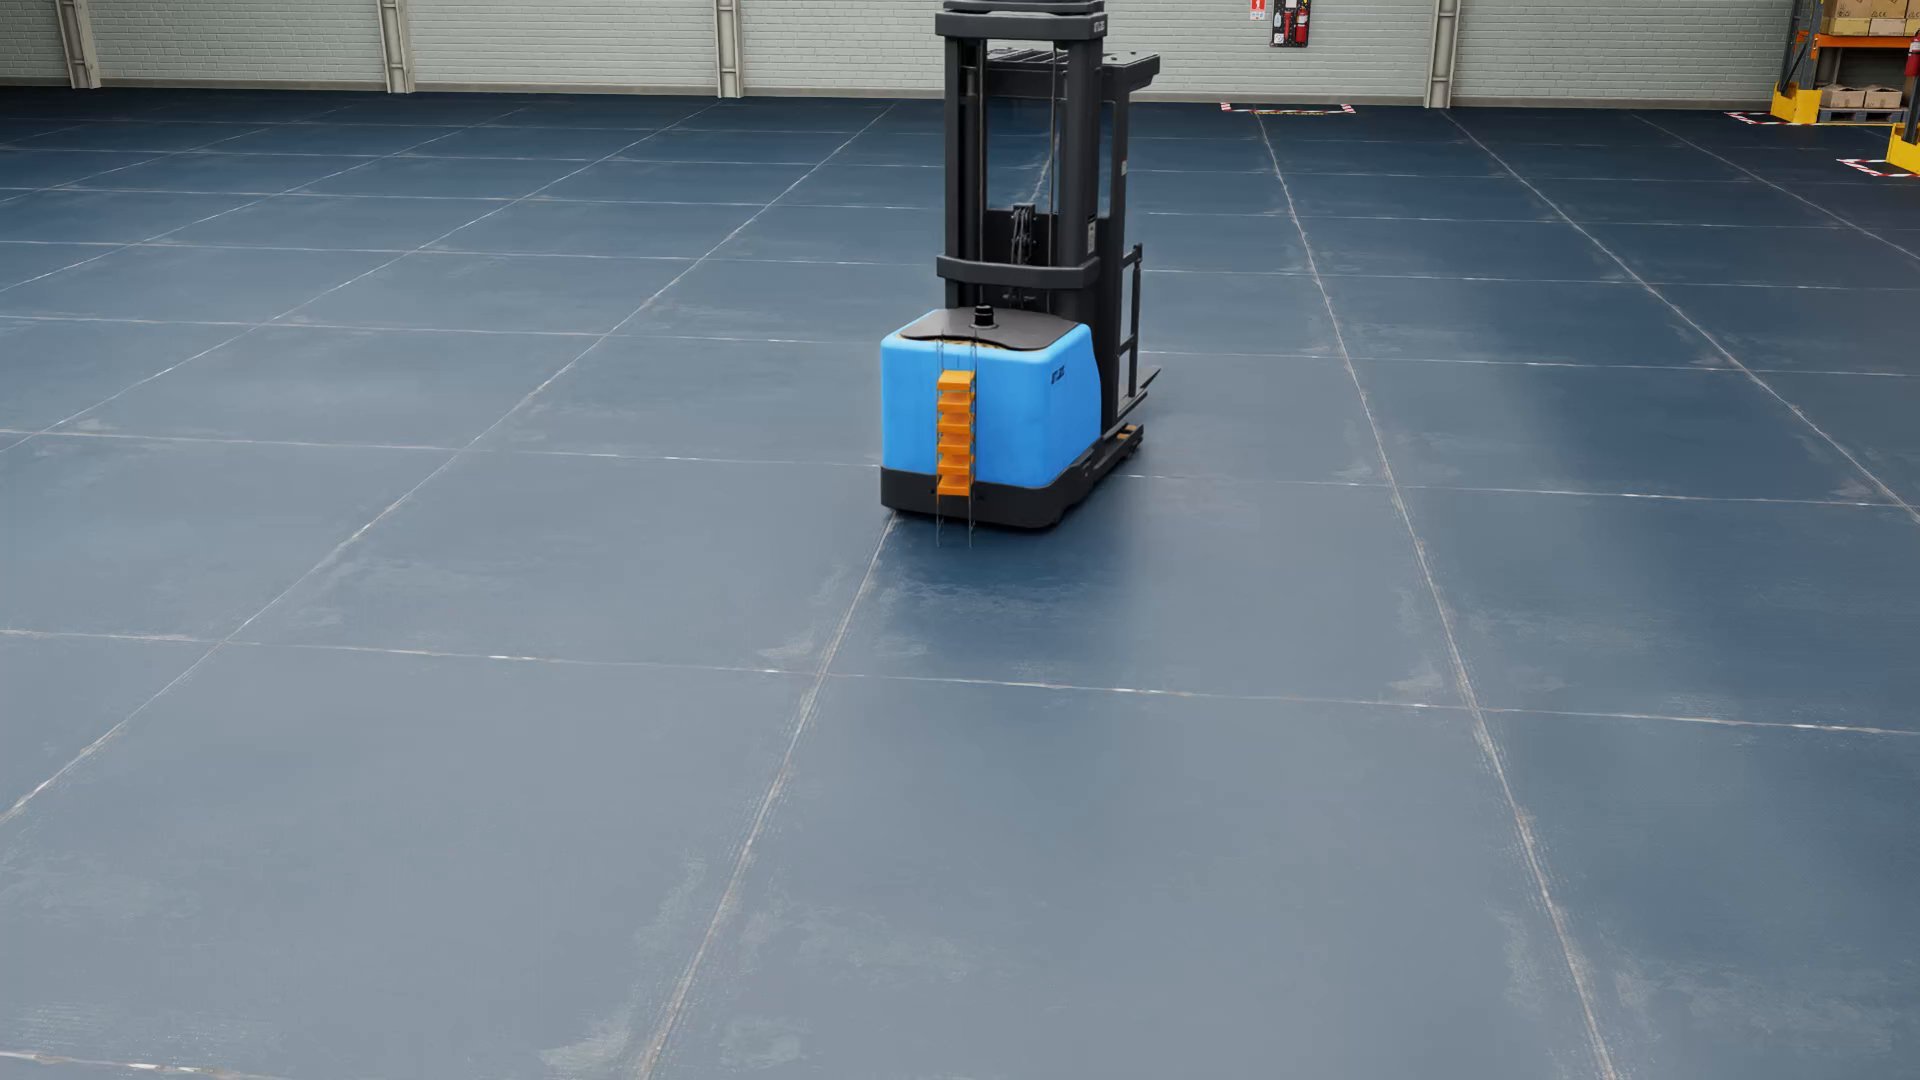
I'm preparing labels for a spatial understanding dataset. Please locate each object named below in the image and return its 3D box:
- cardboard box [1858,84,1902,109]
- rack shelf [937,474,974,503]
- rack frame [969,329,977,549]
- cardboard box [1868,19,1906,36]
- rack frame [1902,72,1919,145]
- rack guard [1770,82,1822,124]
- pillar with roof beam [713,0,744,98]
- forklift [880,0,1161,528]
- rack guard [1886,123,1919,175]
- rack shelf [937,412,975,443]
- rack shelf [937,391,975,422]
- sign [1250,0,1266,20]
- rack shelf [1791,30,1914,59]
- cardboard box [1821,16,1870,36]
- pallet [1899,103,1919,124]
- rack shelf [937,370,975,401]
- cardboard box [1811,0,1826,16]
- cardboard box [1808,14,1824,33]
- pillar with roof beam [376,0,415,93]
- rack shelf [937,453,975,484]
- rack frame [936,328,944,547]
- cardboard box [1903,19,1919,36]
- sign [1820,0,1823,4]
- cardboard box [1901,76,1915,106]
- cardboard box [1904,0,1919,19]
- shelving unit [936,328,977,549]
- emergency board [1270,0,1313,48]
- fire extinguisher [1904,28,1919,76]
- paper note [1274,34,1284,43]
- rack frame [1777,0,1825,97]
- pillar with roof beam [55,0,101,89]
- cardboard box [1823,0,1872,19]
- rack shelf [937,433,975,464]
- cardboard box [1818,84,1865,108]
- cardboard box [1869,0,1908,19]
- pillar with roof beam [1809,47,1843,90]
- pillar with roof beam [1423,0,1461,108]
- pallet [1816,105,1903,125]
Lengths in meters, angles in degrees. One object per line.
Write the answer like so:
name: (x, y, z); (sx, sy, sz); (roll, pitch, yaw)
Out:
cardboard box: (14.330, -6.925, 25.936); (0.500, 0.311, 0.500); (4, 22, 11)
rack shelf: (-0.020, -0.292, 9.317); (0.180, 0.103, 0.258); (3, 22, 7)
rack frame: (0.071, -0.552, 9.202); (0.006, 1.200, 0.240); (3, 22, 7)
cardboard box: (14.052, -7.844, 25.377); (0.500, 0.250, 0.500); (2, 22, 5)
rack frame: (12.508, -6.250, 21.168); (0.127, 3.000, 1.000); (2, 22, 6)
rack guard: (13.163, -6.893, 26.195); (0.348, 0.500, 1.175); (2, 22, 6)
pillar with roof beam: (-4.497, -10.341, 23.357); (0.400, 9.000, 9.100); (2, 22, 6)
forklift: (0.562, -1.939, 10.358); (1.130, 2.935, 3.031); (9, 23, 21)
rack guard: (12.485, -5.088, 21.630); (0.348, 0.500, 1.175); (2, 22, 6)
rack shelf: (-0.019, -0.627, 9.186); (0.180, 0.103, 0.258); (3, 22, 7)
rack shelf: (-0.019, -0.739, 9.142); (0.180, 0.103, 0.258); (3, 22, 7)
sign: (4.940, -8.803, 27.577); (0.234, 0.329, 0.001); (2, 22, 6)
rack shelf: (15.074, -7.637, 25.657); (4.000, 0.370, 1.077); (2, 22, 6)
cardboard box: (13.535, -7.861, 25.421); (0.500, 0.250, 0.500); (2, 22, 5)
pallet: (15.174, -6.657, 25.990); (1.213, 0.211, 1.003); (2, 22, 6)
rack shelf: (-0.018, -0.850, 9.098); (0.180, 0.103, 0.258); (3, 22, 7)
cardboard box: (13.581, -8.404, 25.774); (0.500, 0.500, 0.500); (2, 22, 6)
cardboard box: (13.575, -8.049, 25.895); (0.500, 0.250, 0.500); (3, 22, 7)
pillar with roof beam: (-10.455, -10.601, 24.014); (0.400, 9.000, 9.100); (2, 22, 6)
rack shelf: (-0.020, -0.403, 9.273); (0.180, 0.103, 0.258); (3, 22, 7)
rack frame: (-0.110, -0.561, 9.225); (0.006, 1.200, 0.240); (3, 22, 7)
cardboard box: (14.557, -7.820, 25.316); (0.500, 0.250, 0.500); (2, 22, 5)
sign: (13.024, -8.263, 25.083); (0.005, 0.325, 0.100); (2, 22, 6)
cardboard box: (15.053, -6.963, 25.774); (0.500, 0.500, 0.700); (1, 22, 3)
cardboard box: (14.528, -8.167, 25.174); (0.500, 0.500, 0.500); (2, 22, 5)
shelving unit: (-0.019, -0.557, 9.213); (0.189, 1.200, 0.258); (3, 22, 7)
emergency board: (5.477, -8.725, 27.428); (0.643, 1.169, 0.194); (2, 22, 6)
fire extinguisher: (12.446, -6.388, 21.624); (0.183, 0.674, 0.296); (2, 22, 6)
paper note: (5.309, -8.348, 27.673); (0.142, 0.148, 0.016); (2, 22, 6)
rack frame: (13.088, -8.059, 25.743); (0.127, 3.000, 1.000); (2, 22, 6)
pillar with roof beam: (-16.413, -10.860, 24.670); (0.400, 9.000, 9.100); (2, 22, 6)
cardboard box: (13.526, -8.216, 25.300); (0.500, 0.500, 0.500); (3, 22, 6)
rack shelf: (-0.019, -0.515, 9.230); (0.180, 0.103, 0.258); (3, 22, 7)
cardboard box: (13.764, -6.950, 25.998); (0.500, 0.311, 0.500); (0, 22, 0)
cardboard box: (14.016, -8.191, 25.236); (0.500, 0.500, 0.500); (3, 22, 6)
pillar with roof beam: (13.378, -9.562, 21.387); (0.400, 9.000, 9.100); (2, 22, 6)
pillar with roof beam: (7.420, -9.822, 22.044); (0.400, 9.000, 9.100); (2, 22, 6)
pallet: (13.966, -6.710, 26.126); (1.213, 0.211, 1.003); (2, 22, 6)
